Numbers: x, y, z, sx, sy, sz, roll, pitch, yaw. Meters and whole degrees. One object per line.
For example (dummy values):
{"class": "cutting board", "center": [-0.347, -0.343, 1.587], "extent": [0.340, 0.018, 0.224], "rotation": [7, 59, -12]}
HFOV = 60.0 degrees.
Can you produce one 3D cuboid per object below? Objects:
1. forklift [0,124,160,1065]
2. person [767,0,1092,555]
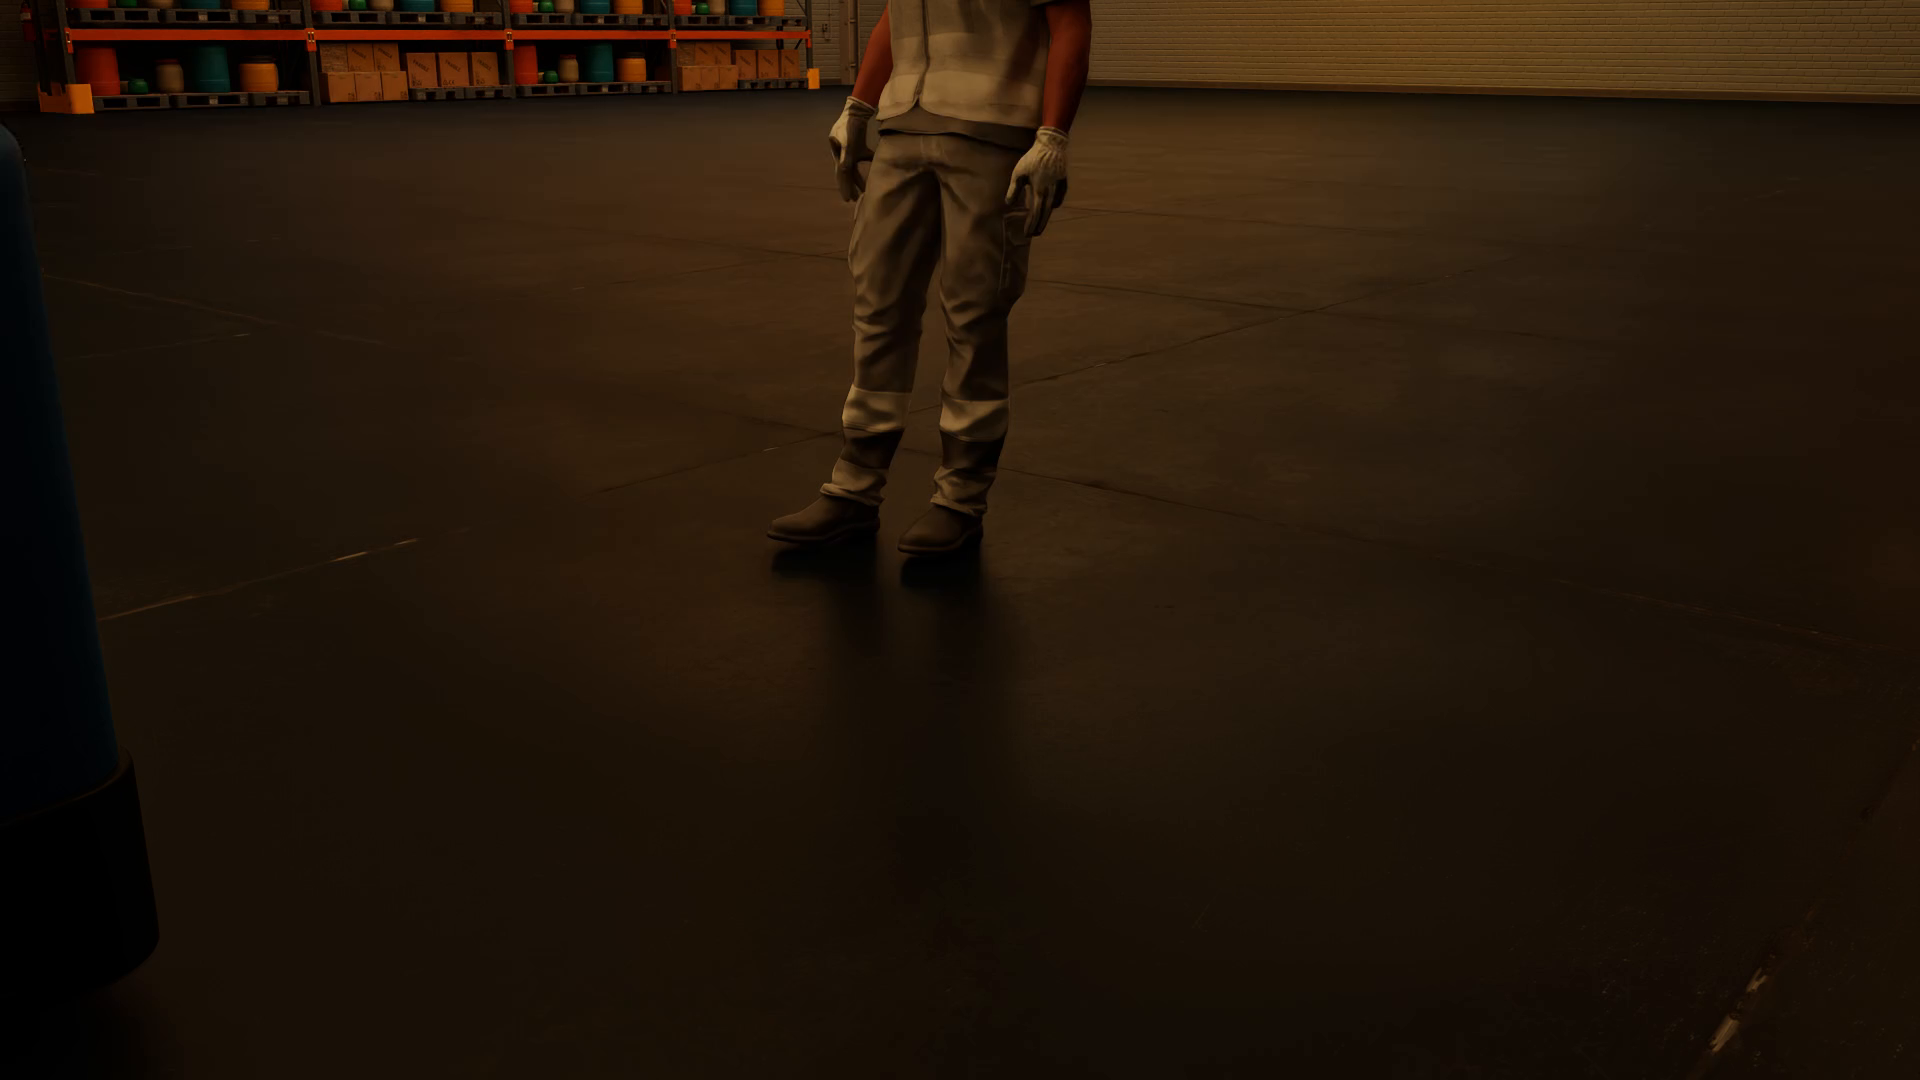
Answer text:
{"class": "forklift", "center": [-2.284, -0.578, 0.800], "extent": [1.130, 2.935, 3.031], "rotation": [13, 21, 36]}
{"class": "person", "center": [-0.061, -0.847, 3.628], "extent": [0.637, 1.790, 0.562], "rotation": [13, 21, 37]}
